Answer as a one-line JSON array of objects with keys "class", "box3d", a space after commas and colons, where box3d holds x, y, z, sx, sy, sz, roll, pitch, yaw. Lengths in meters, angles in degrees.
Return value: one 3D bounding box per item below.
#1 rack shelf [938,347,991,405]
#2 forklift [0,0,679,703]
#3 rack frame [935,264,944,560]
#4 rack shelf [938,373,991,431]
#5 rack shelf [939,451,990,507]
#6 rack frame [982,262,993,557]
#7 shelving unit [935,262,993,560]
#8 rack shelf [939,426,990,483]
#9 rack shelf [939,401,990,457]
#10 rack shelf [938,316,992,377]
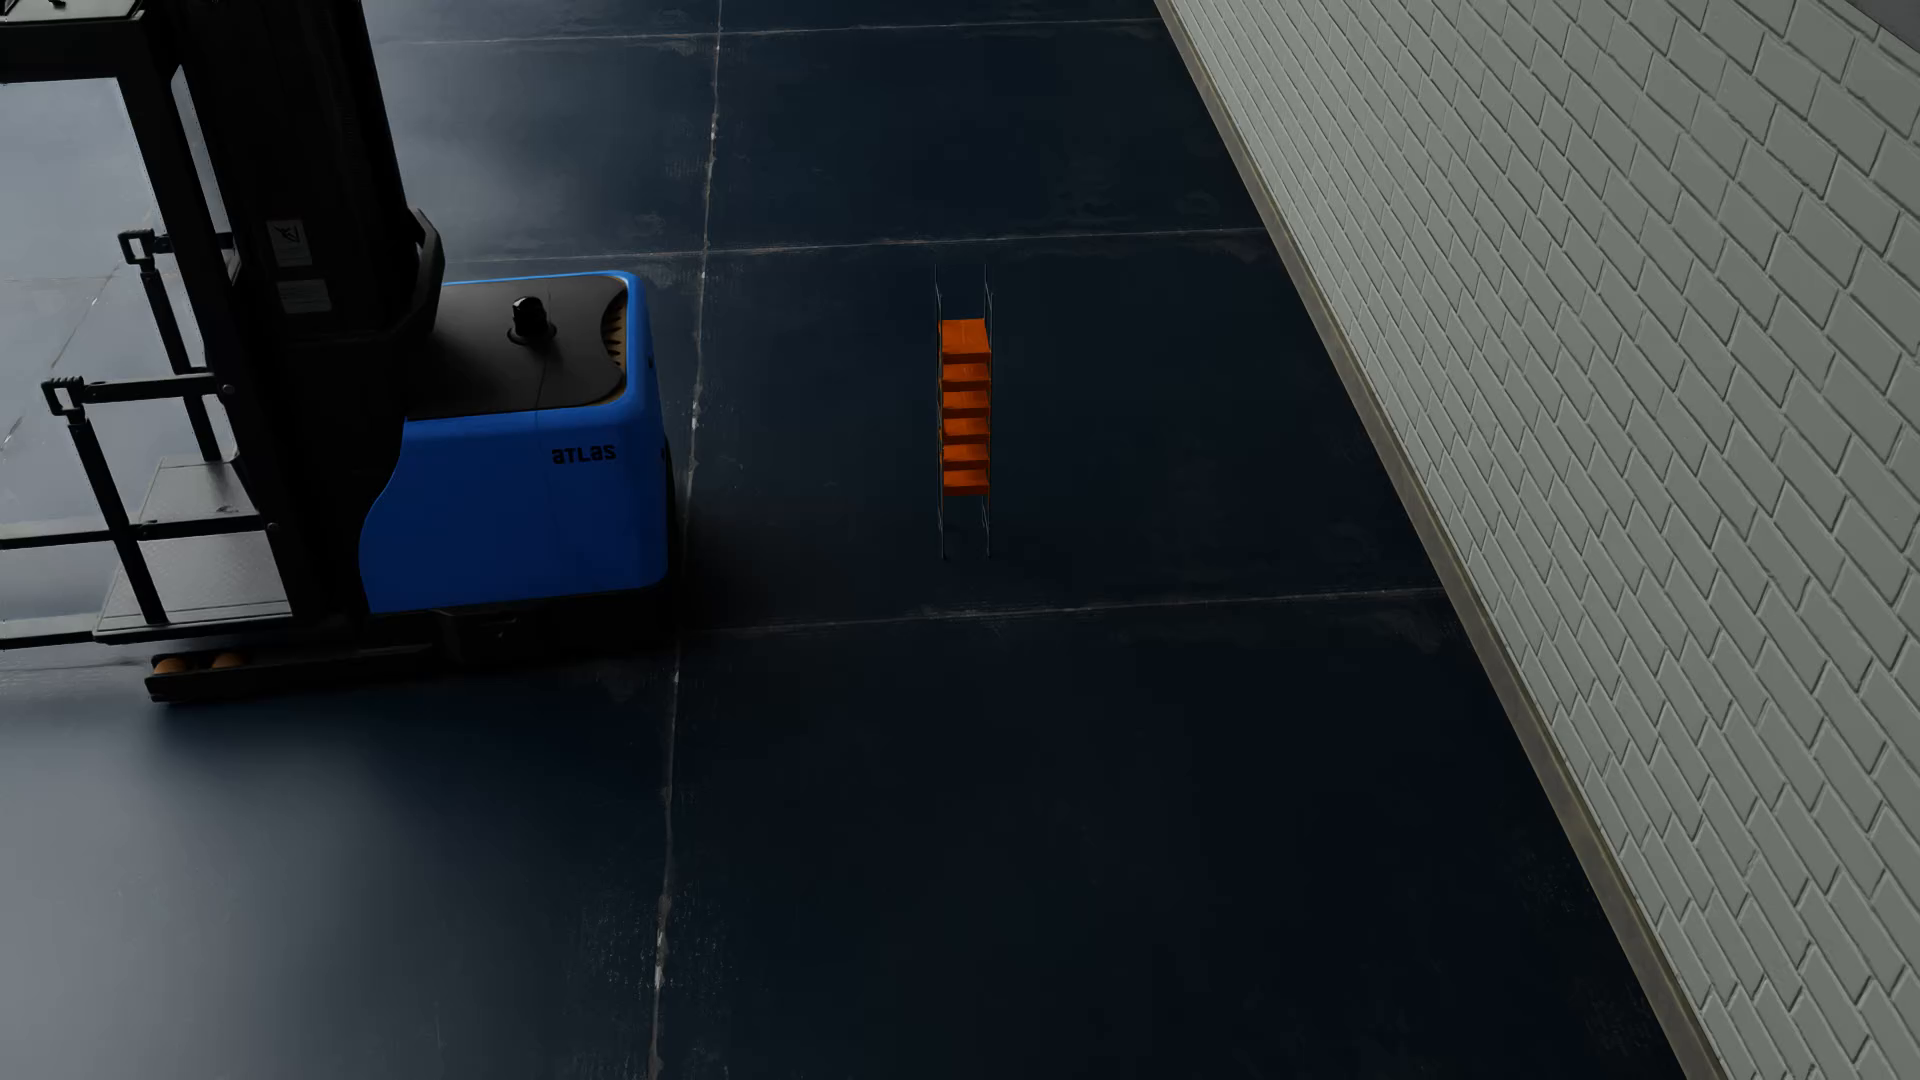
[{"class": "rack shelf", "box3d": [0.014, -0.625, 6.258, 0.180, 0.103, 0.258, -3, 38, -4]}, {"class": "forklift", "box3d": [-2.619, -0.914, 5.542, 3.031, 2.935, 1.130, -5, 39, -7]}, {"class": "rack frame", "box3d": [-0.077, -0.467, 6.373, 0.006, 1.200, 0.240, -3, 38, -4]}, {"class": "rack shelf", "box3d": [0.014, -0.531, 6.333, 0.180, 0.103, 0.258, -3, 38, -4]}, {"class": "rack shelf", "box3d": [0.014, -0.249, 6.556, 0.180, 0.103, 0.258, -3, 38, -4]}, {"class": "rack frame", "box3d": [0.106, -0.477, 6.386, 0.006, 1.200, 0.240, -3, 38, -4]}, {"class": "shelving unit", "box3d": [0.014, -0.472, 6.379, 0.189, 1.200, 0.258, -3, 38, -4]}, {"class": "rack shelf", "box3d": [0.014, -0.343, 6.481, 0.180, 0.103, 0.258, -3, 38, -4]}, {"class": "rack shelf", "box3d": [0.014, -0.437, 6.407, 0.180, 0.103, 0.258, -3, 38, -4]}, {"class": "rack shelf", "box3d": [0.014, -0.720, 6.184, 0.180, 0.103, 0.258, -3, 38, -4]}]
